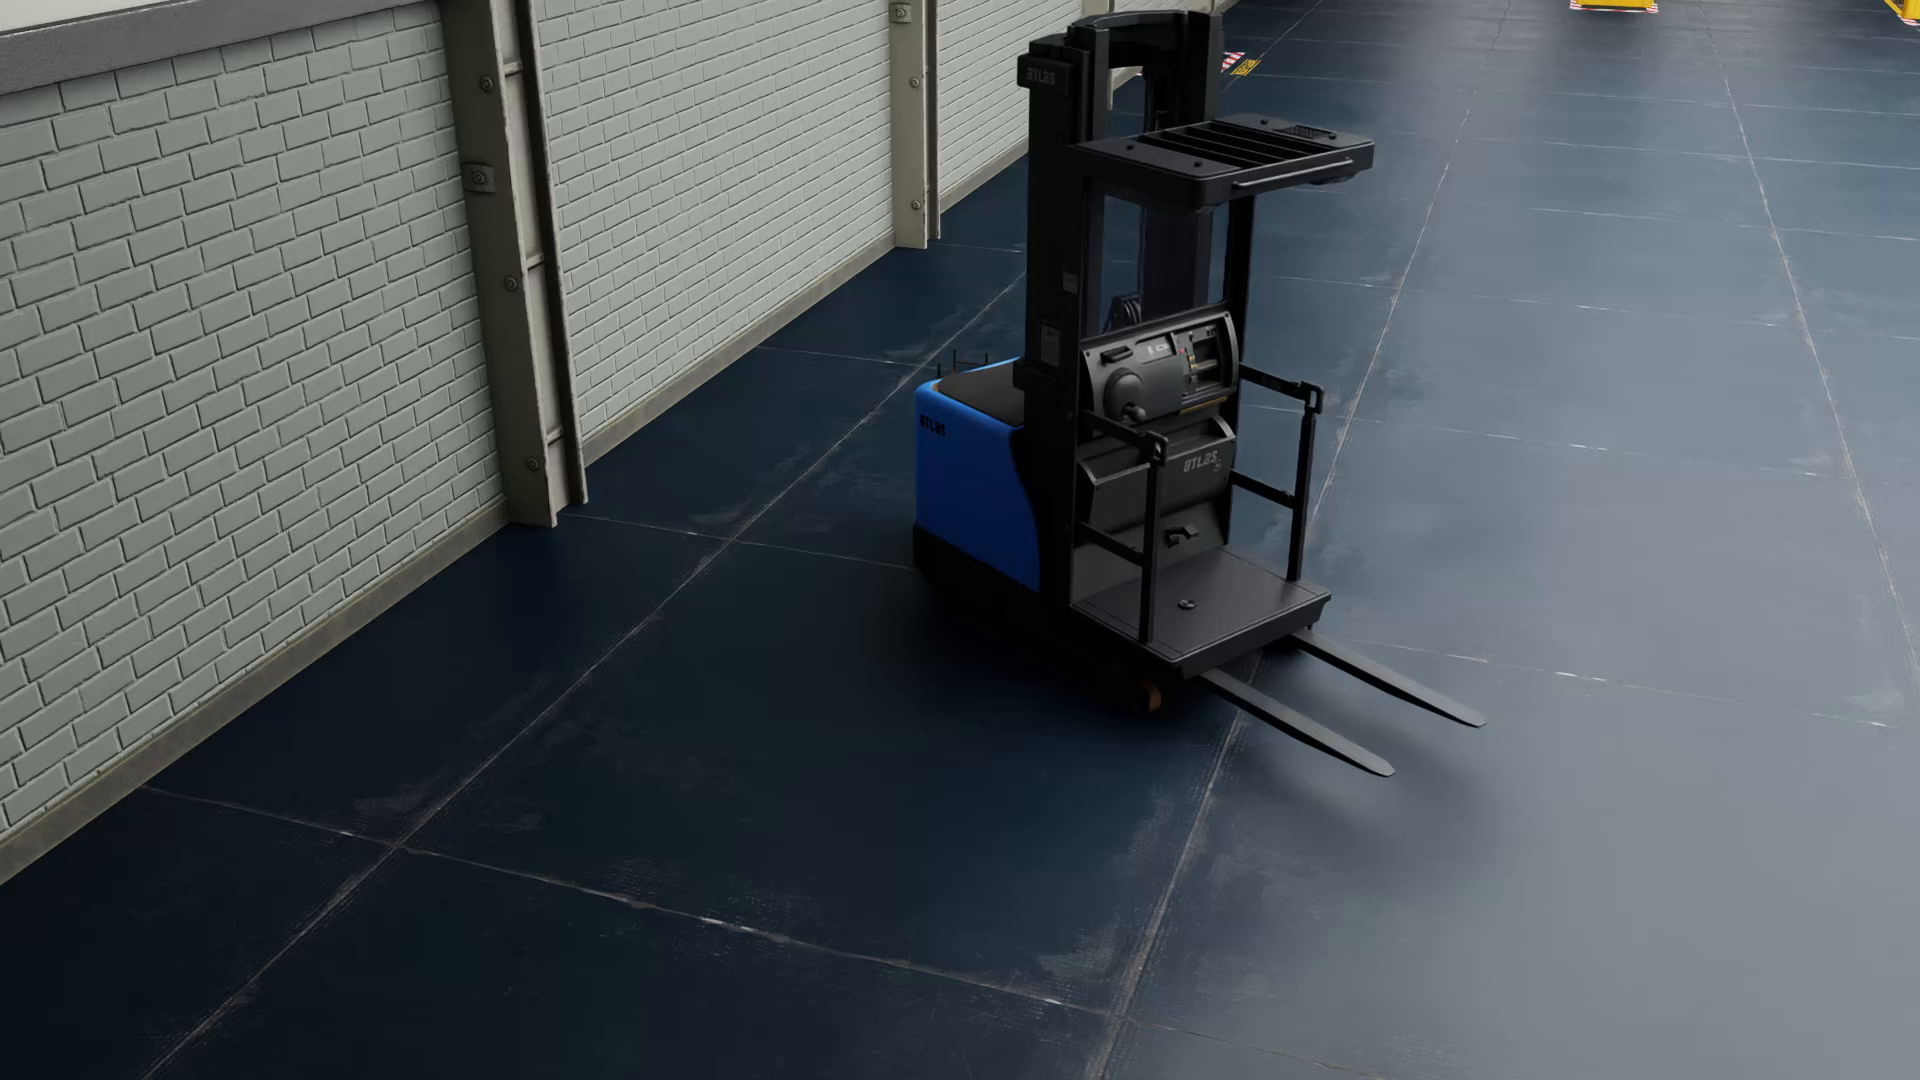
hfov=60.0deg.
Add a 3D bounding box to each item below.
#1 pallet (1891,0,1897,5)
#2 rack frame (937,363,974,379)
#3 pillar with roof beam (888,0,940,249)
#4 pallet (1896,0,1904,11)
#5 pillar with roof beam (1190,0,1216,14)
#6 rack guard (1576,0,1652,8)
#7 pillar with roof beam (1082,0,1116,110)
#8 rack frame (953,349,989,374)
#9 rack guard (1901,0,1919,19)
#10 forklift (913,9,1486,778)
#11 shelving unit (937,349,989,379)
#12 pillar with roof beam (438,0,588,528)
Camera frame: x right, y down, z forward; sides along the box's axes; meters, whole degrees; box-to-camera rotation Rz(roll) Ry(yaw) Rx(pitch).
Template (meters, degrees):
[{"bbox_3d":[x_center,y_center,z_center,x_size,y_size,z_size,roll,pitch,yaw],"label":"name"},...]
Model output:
[{"bbox_3d":[16.194,-9.151,27.907,1.003,0.211,1.213,9,27,17],"label":"pallet"},{"bbox_3d":[-0.024,-0.445,8.964,0.200,1.050,0.008,9,27,18],"label":"rack frame"},{"bbox_3d":[3.674,-6.064,11.447,9.100,9.000,0.400,9,27,17],"label":"pillar with roof beam"},{"bbox_3d":[15.786,-8.651,26.875,1.003,0.211,1.213,9,27,17],"label":"pallet"},{"bbox_3d":[7.668,-10.995,21.632,9.100,9.000,0.400,9,27,17],"label":"pillar with roof beam"},{"bbox_3d":[10.852,-9.120,27.512,1.175,0.500,0.348,9,27,17],"label":"rack guard"},{"bbox_3d":[5.671,-8.529,16.540,9.100,9.000,0.400,9,27,17],"label":"pillar with roof beam"},{"bbox_3d":[0.058,-0.545,9.171,0.200,1.050,0.008,9,27,18],"label":"rack frame"},{"bbox_3d":[15.511,-8.448,26.124,1.175,0.500,0.348,9,27,17],"label":"rack guard"},{"bbox_3d":[1.059,-0.764,7.466,1.130,2.935,3.031,-19,32,-34],"label":"forklift"},{"bbox_3d":[0.017,-0.495,9.068,0.215,1.050,0.252,9,27,18],"label":"shelving unit"},{"bbox_3d":[1.678,-3.598,6.355,9.100,9.000,0.400,9,27,17],"label":"pillar with roof beam"}]
